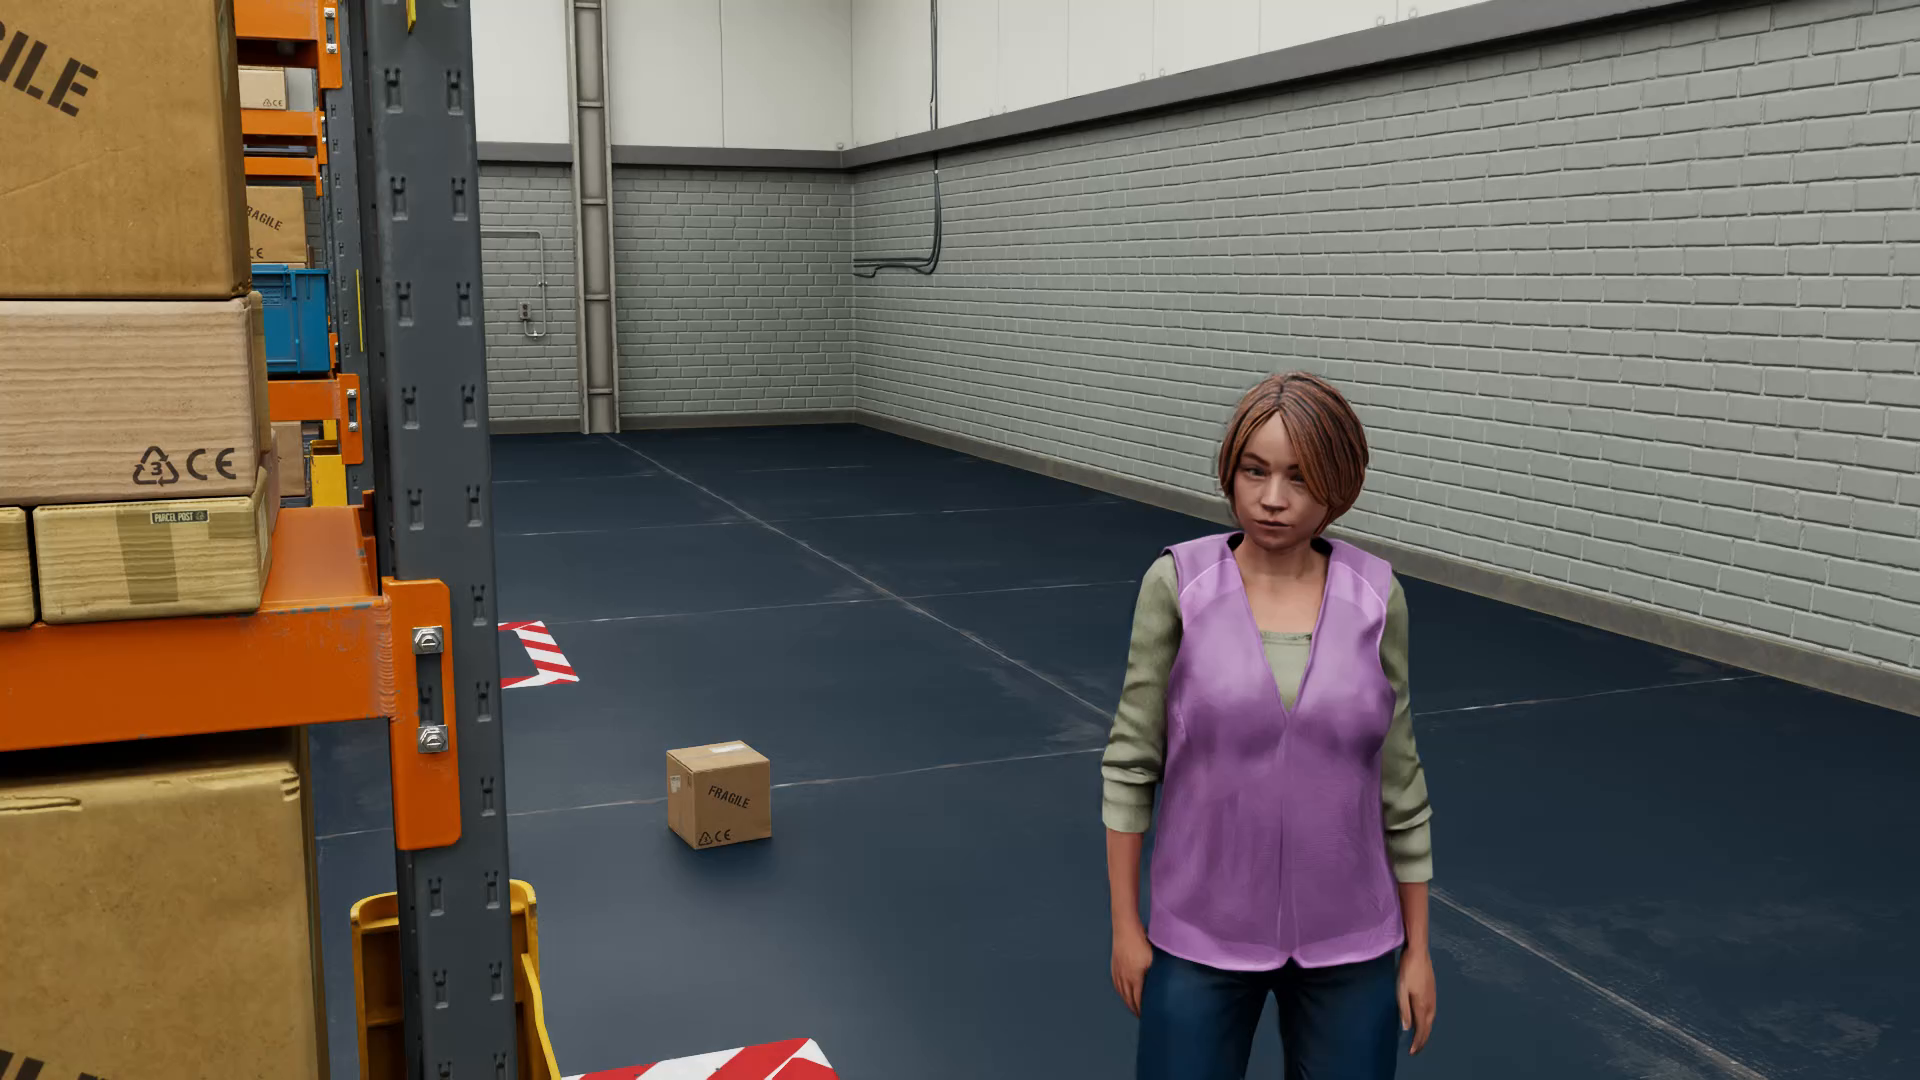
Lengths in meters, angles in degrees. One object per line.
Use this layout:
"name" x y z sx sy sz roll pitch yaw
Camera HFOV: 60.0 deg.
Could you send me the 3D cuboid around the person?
"person" 0.425 0.552 2.354 0.458 1.587 0.582 0 9 0
